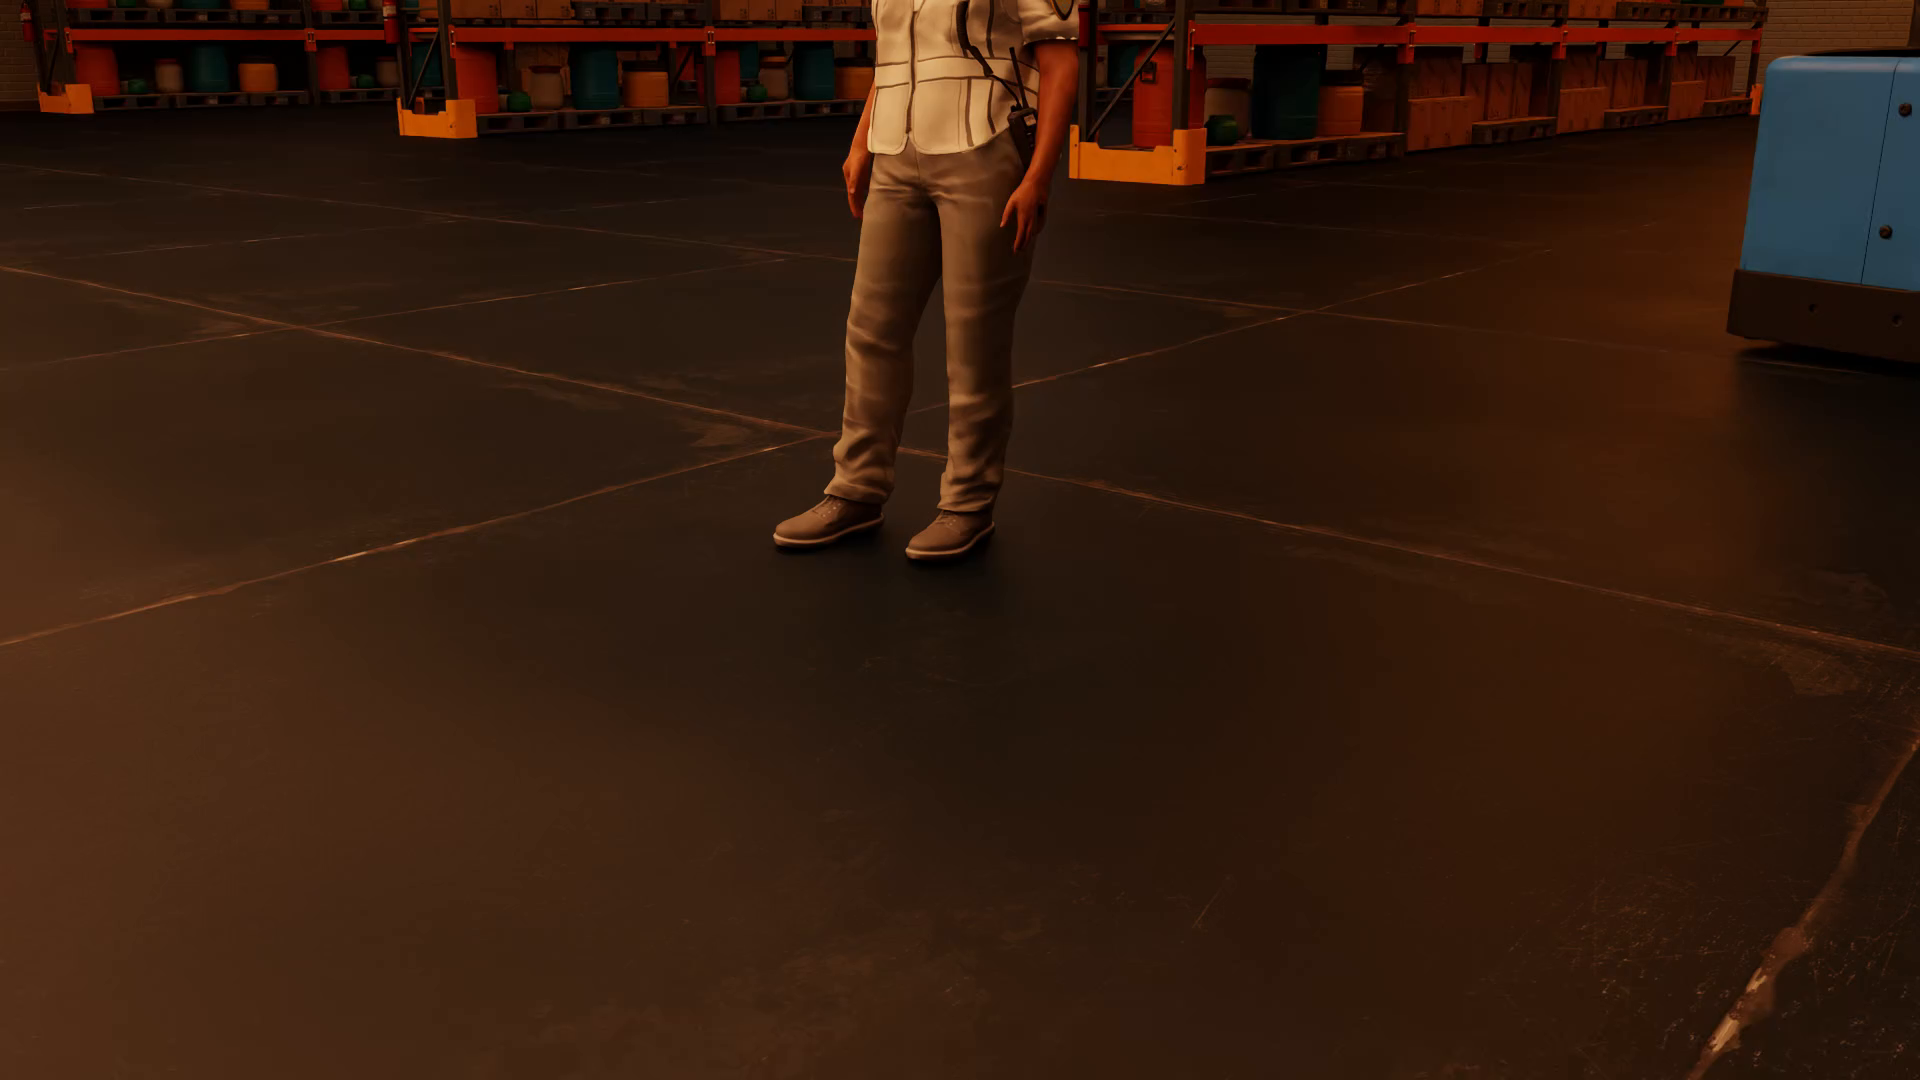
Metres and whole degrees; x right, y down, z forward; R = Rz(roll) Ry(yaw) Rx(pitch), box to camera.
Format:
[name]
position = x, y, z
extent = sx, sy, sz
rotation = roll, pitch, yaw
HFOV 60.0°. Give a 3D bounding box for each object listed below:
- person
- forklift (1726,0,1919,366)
[person]
position = -0.067, -0.791, 3.655
extent = 0.598, 1.670, 0.529
rotation = 13, 21, 37
[forklift]
position = 4.410, -2.227, 6.232
extent = 3.031, 2.935, 1.130
rotation = -10, 20, -31
